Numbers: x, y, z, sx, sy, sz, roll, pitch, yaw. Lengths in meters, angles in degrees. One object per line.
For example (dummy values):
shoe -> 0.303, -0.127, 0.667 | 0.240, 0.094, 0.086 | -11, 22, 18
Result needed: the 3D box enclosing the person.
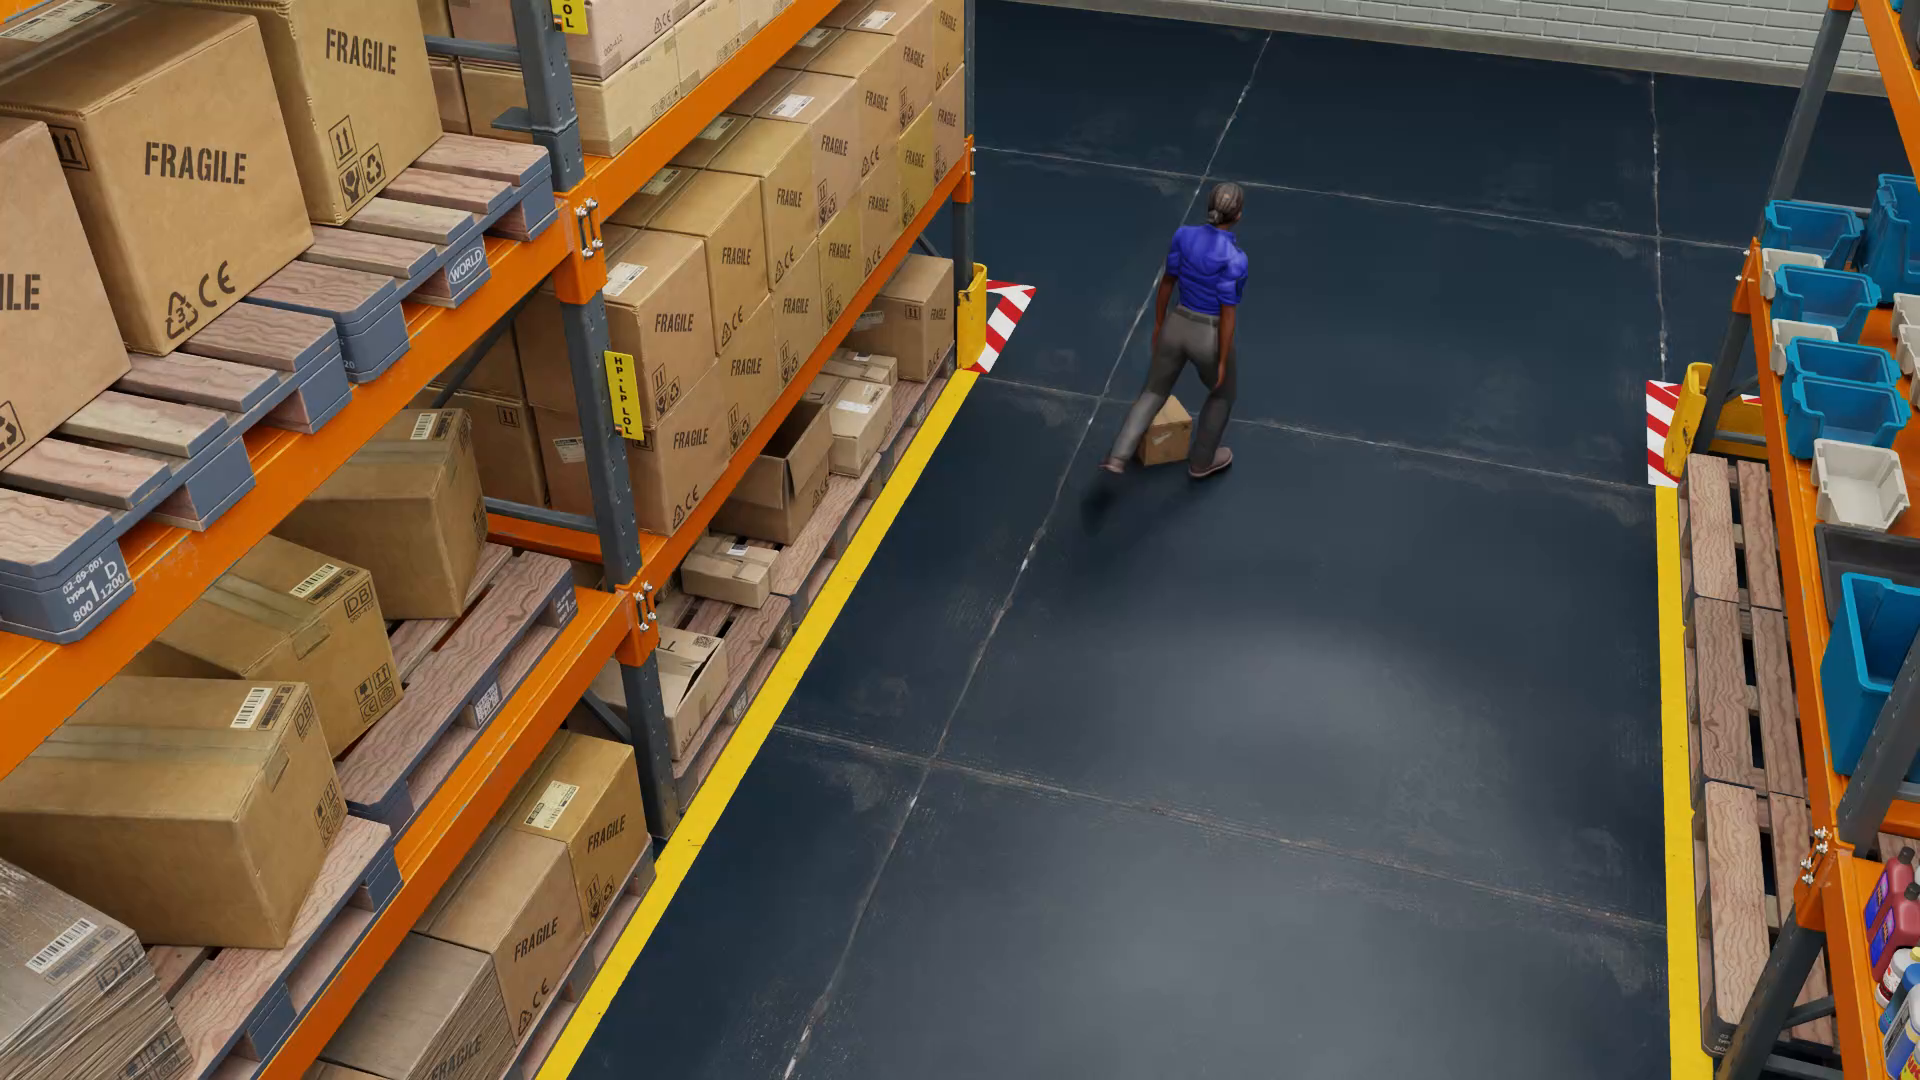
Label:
person -> 1.071, -0.957, 8.154 | 0.506, 1.611, 0.786 | 28, 46, 32
